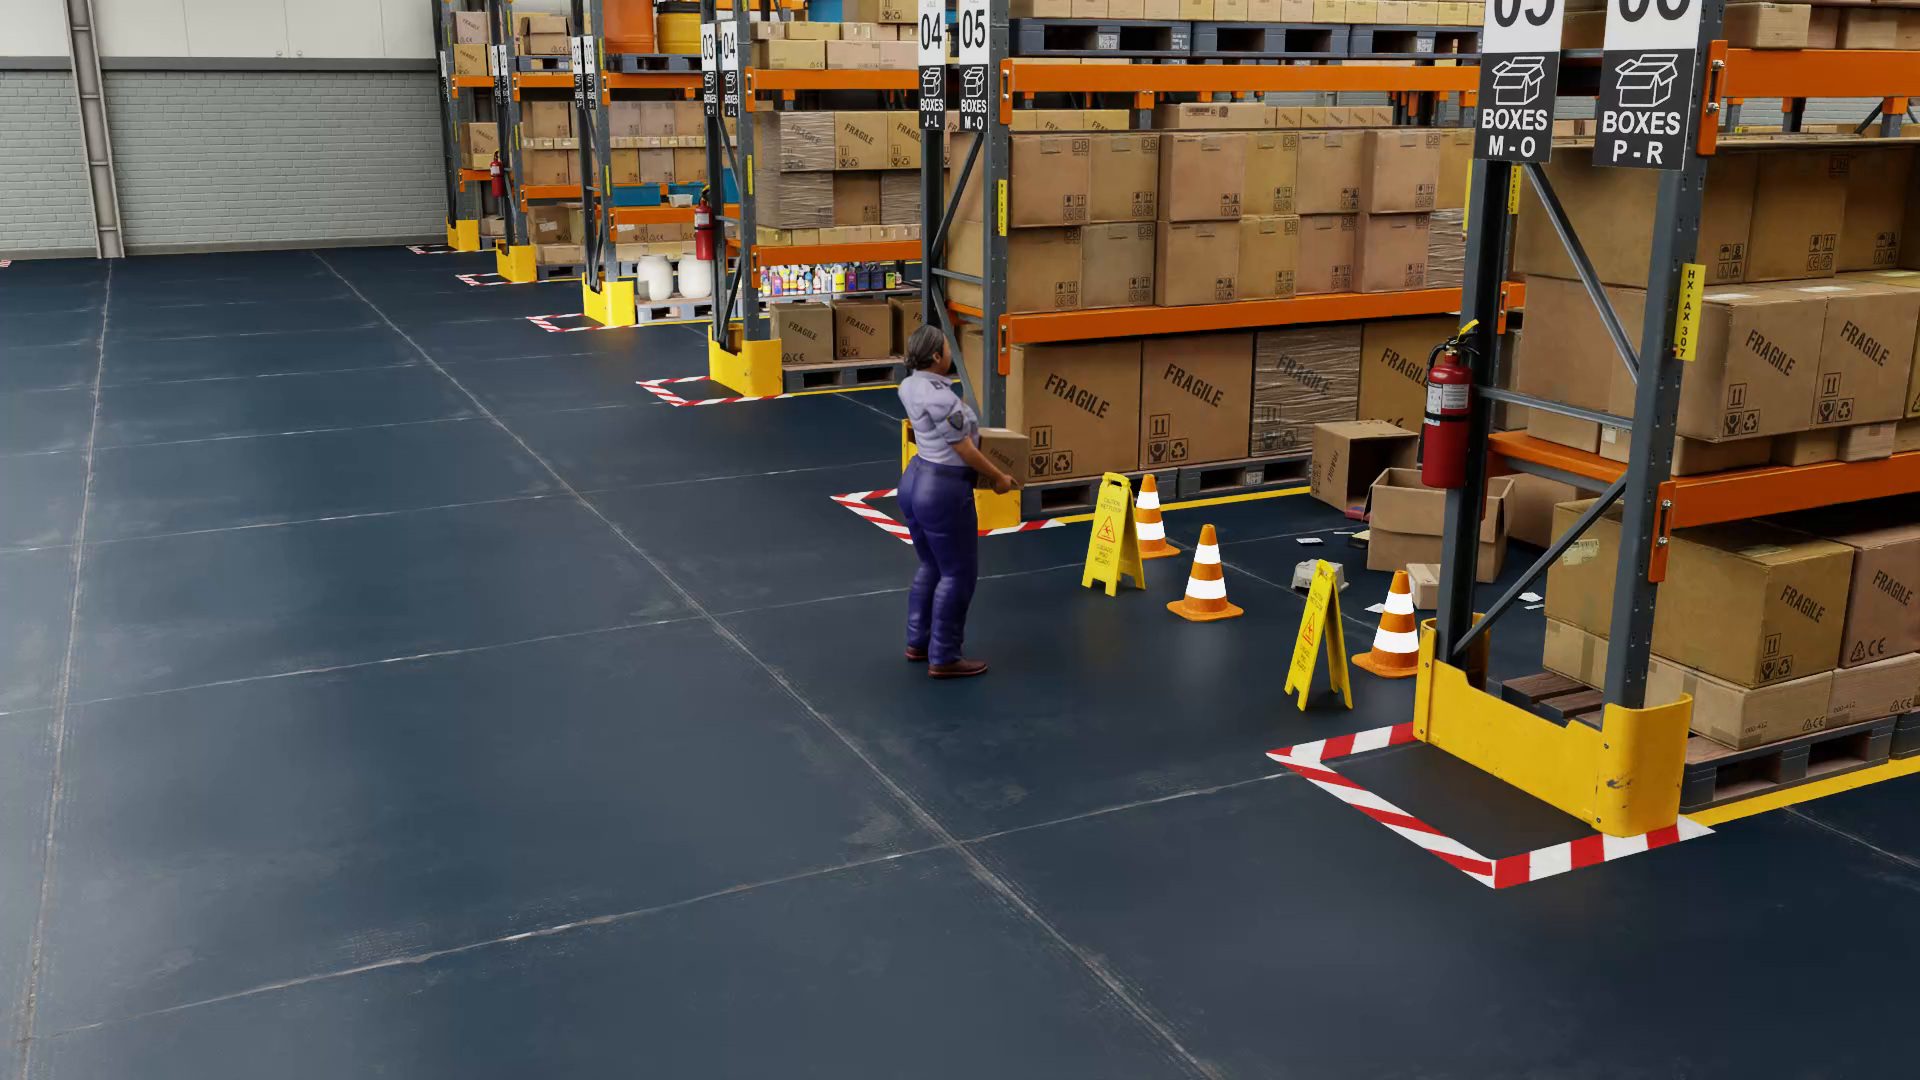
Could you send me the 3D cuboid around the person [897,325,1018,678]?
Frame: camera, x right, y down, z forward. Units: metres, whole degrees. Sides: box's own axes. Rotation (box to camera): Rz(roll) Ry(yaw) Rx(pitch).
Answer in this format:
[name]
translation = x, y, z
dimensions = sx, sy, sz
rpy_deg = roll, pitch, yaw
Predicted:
[person]
translation = -0.020, -0.191, 7.791
dimensions = 0.515, 1.625, 0.453
rpy_deg = -7, 17, -24
